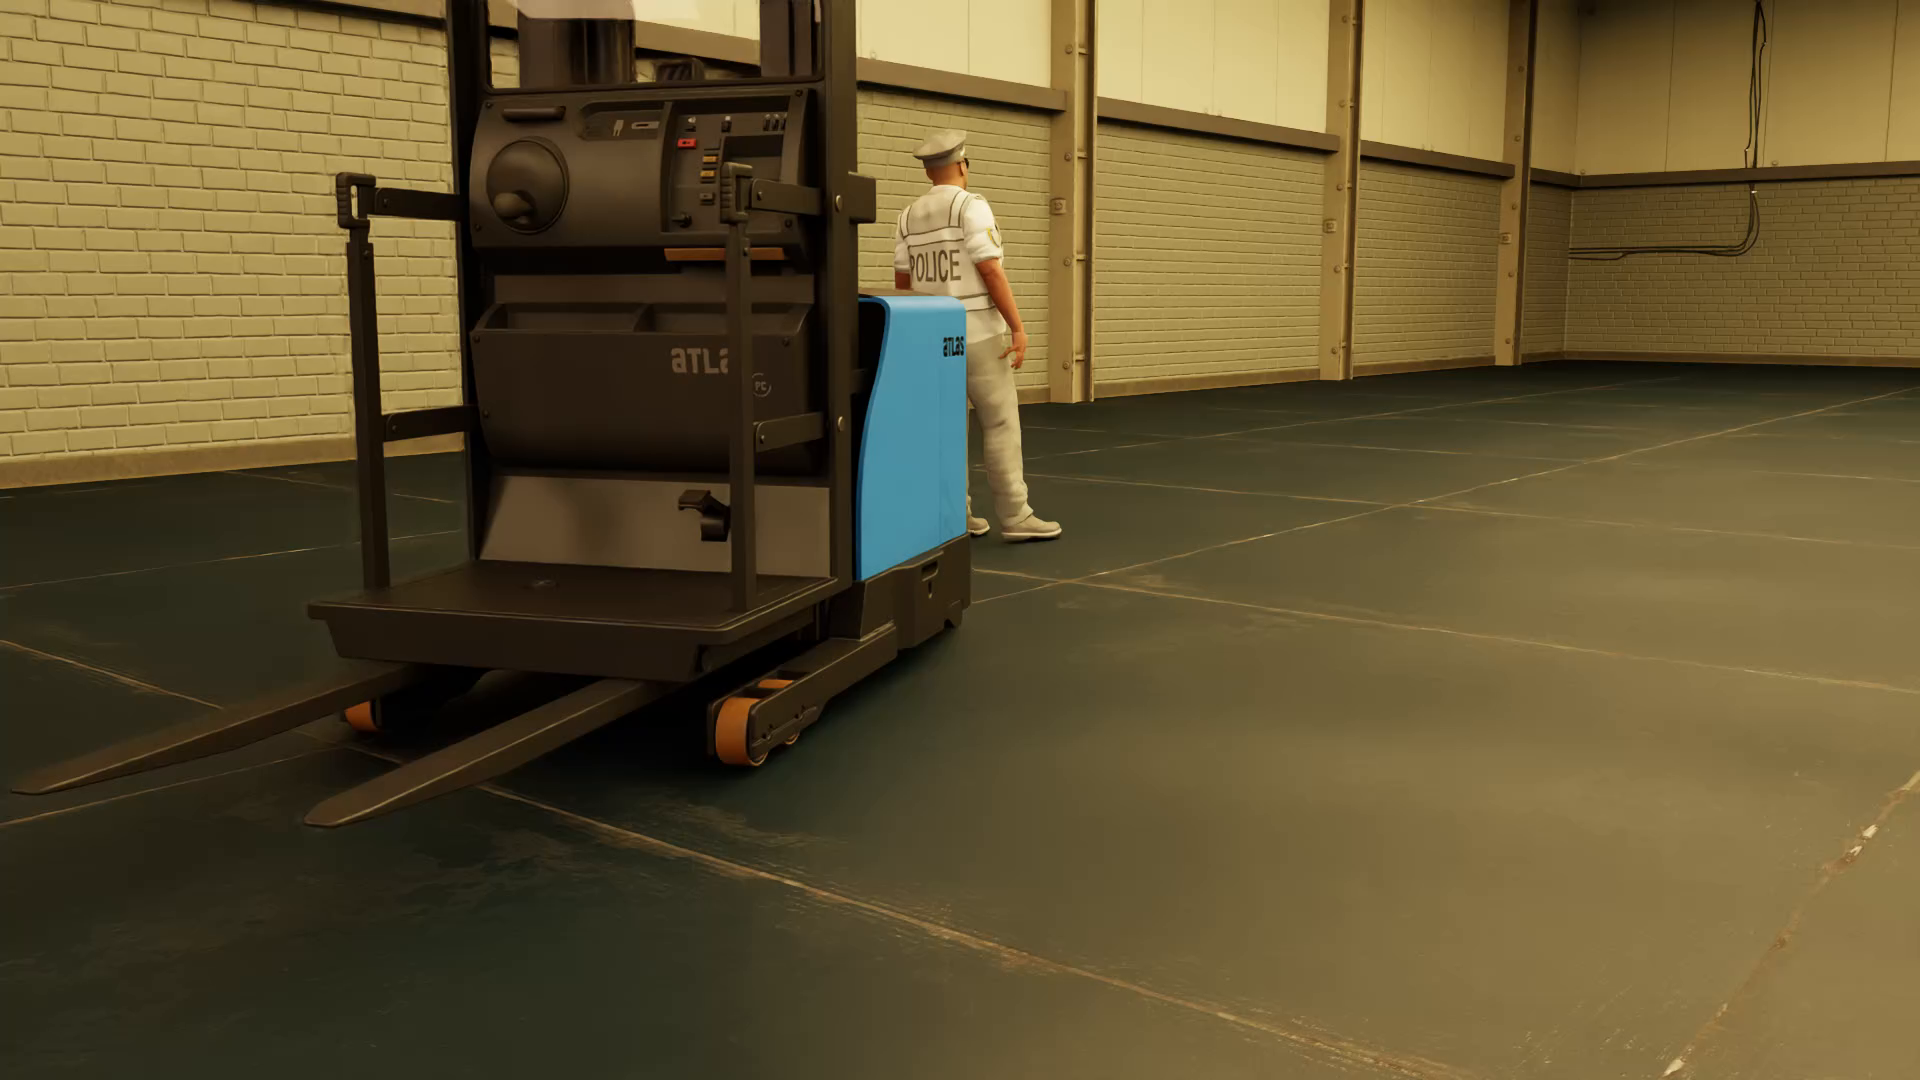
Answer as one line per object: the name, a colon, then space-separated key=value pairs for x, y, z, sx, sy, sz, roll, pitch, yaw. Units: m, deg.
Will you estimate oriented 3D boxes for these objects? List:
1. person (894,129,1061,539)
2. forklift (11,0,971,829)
person: x=0.058 y=-0.897 z=7.328 sx=0.641 sy=1.781 sz=0.574 roll=7 pitch=11 yaw=38
forklift: x=-0.889 y=-0.990 z=4.049 sx=1.130 sy=2.935 sz=3.031 roll=3 pitch=9 yaw=17
